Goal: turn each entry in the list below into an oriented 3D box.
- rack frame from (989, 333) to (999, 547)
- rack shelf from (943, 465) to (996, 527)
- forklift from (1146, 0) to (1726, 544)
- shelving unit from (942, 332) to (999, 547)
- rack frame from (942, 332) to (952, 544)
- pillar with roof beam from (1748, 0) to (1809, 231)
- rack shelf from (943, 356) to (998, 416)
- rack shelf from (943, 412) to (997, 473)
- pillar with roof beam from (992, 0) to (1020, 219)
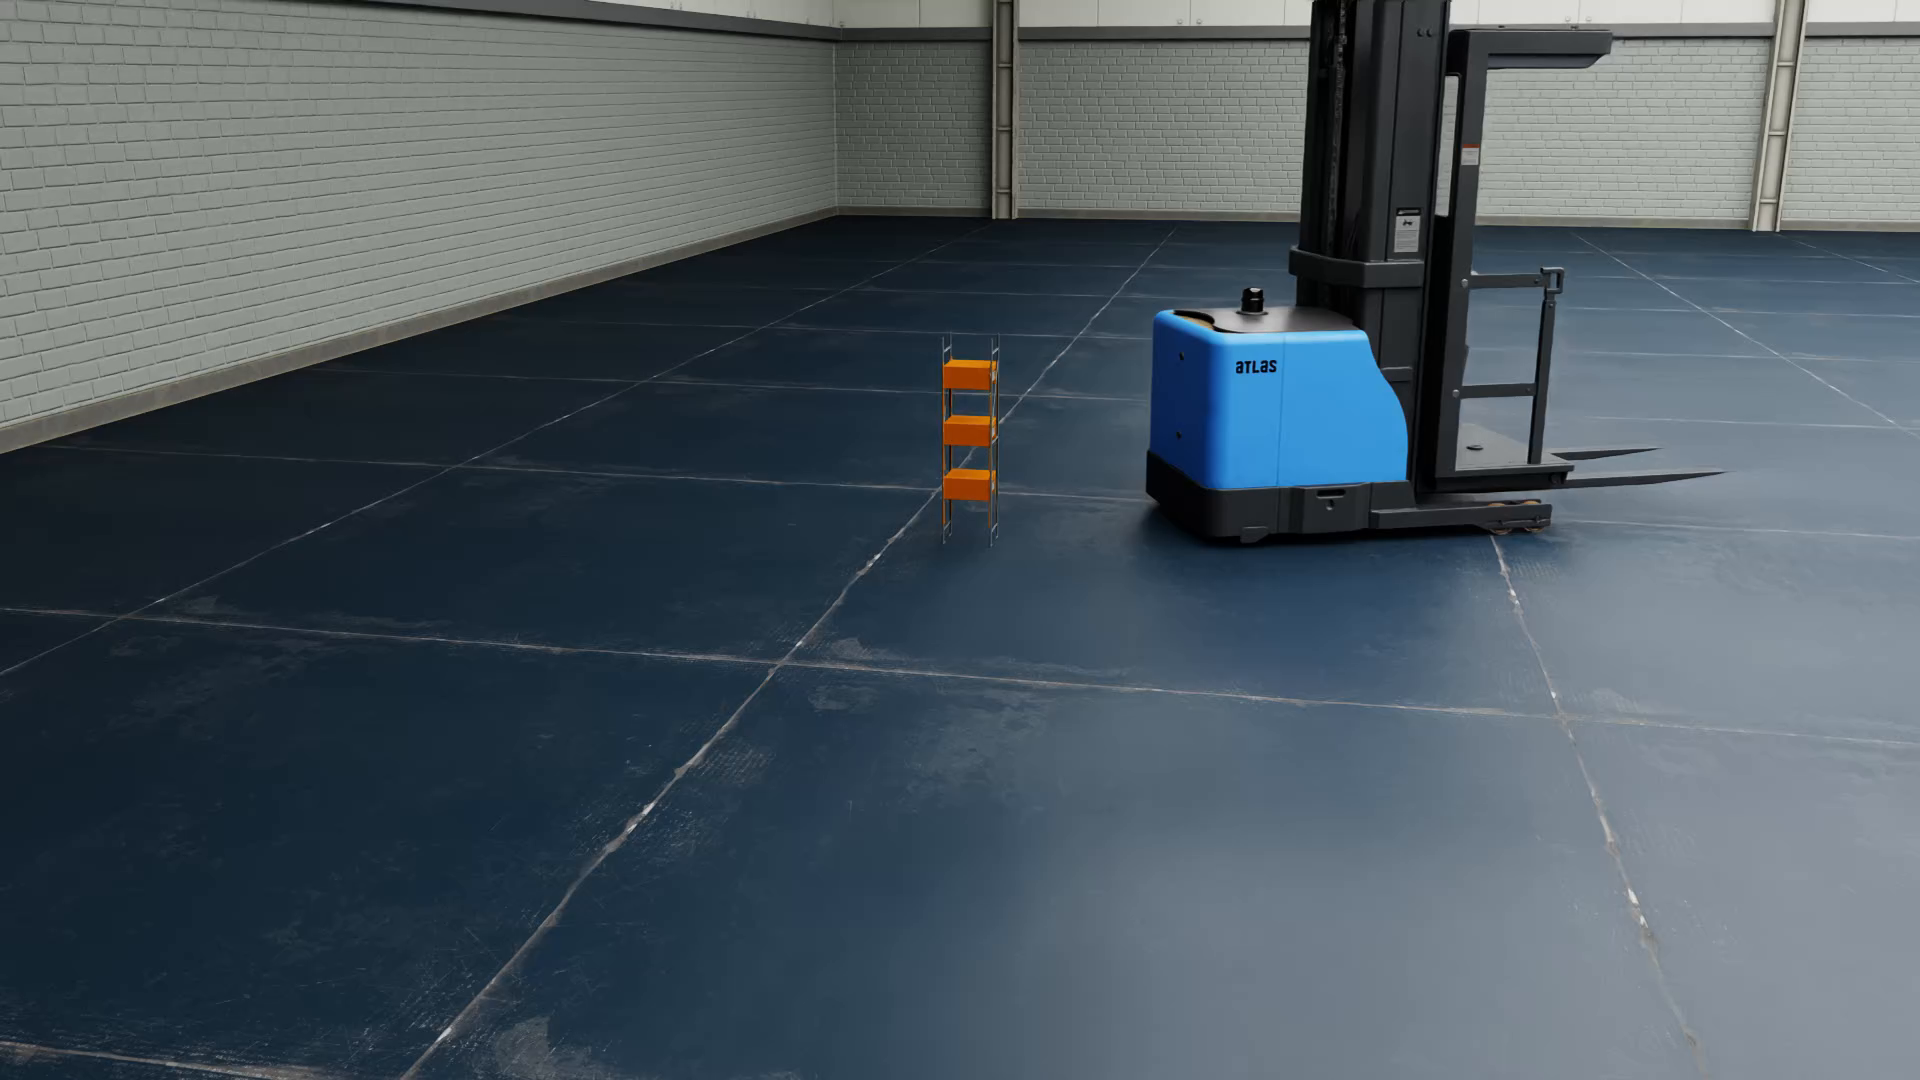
[{"bbox_3d":[0.172,-0.497,8.318,0.008,1.050,0.200,3,16,11],"label":"rack frame"},{"bbox_3d":[0.052,-0.225,8.419,0.240,0.259,0.215,3,16,11],"label":"rack shelf"},{"bbox_3d":[2.595,-1.573,8.679,3.031,2.935,1.130,-3,16,-11],"label":"forklift"},{"bbox_3d":[0.052,-0.503,8.342,0.252,1.050,0.215,3,16,11],"label":"shelving unit"},{"bbox_3d":[-0.067,-0.510,8.365,0.008,1.050,0.200,3,16,11],"label":"rack frame"},{"bbox_3d":[11.662,-8.037,20.650,0.400,9.000,9.100,3,16,11],"label":"pillar with roof beam"},{"bbox_3d":[0.052,-0.766,8.269,0.240,0.259,0.215,3,16,11],"label":"rack shelf"},{"bbox_3d":[0.052,-0.493,8.344,0.240,0.259,0.215,3,16,11],"label":"rack shelf"},{"bbox_3d":[-0.097,-8.676,22.955,0.400,9.000,9.100,3,16,11],"label":"pillar with roof beam"}]
